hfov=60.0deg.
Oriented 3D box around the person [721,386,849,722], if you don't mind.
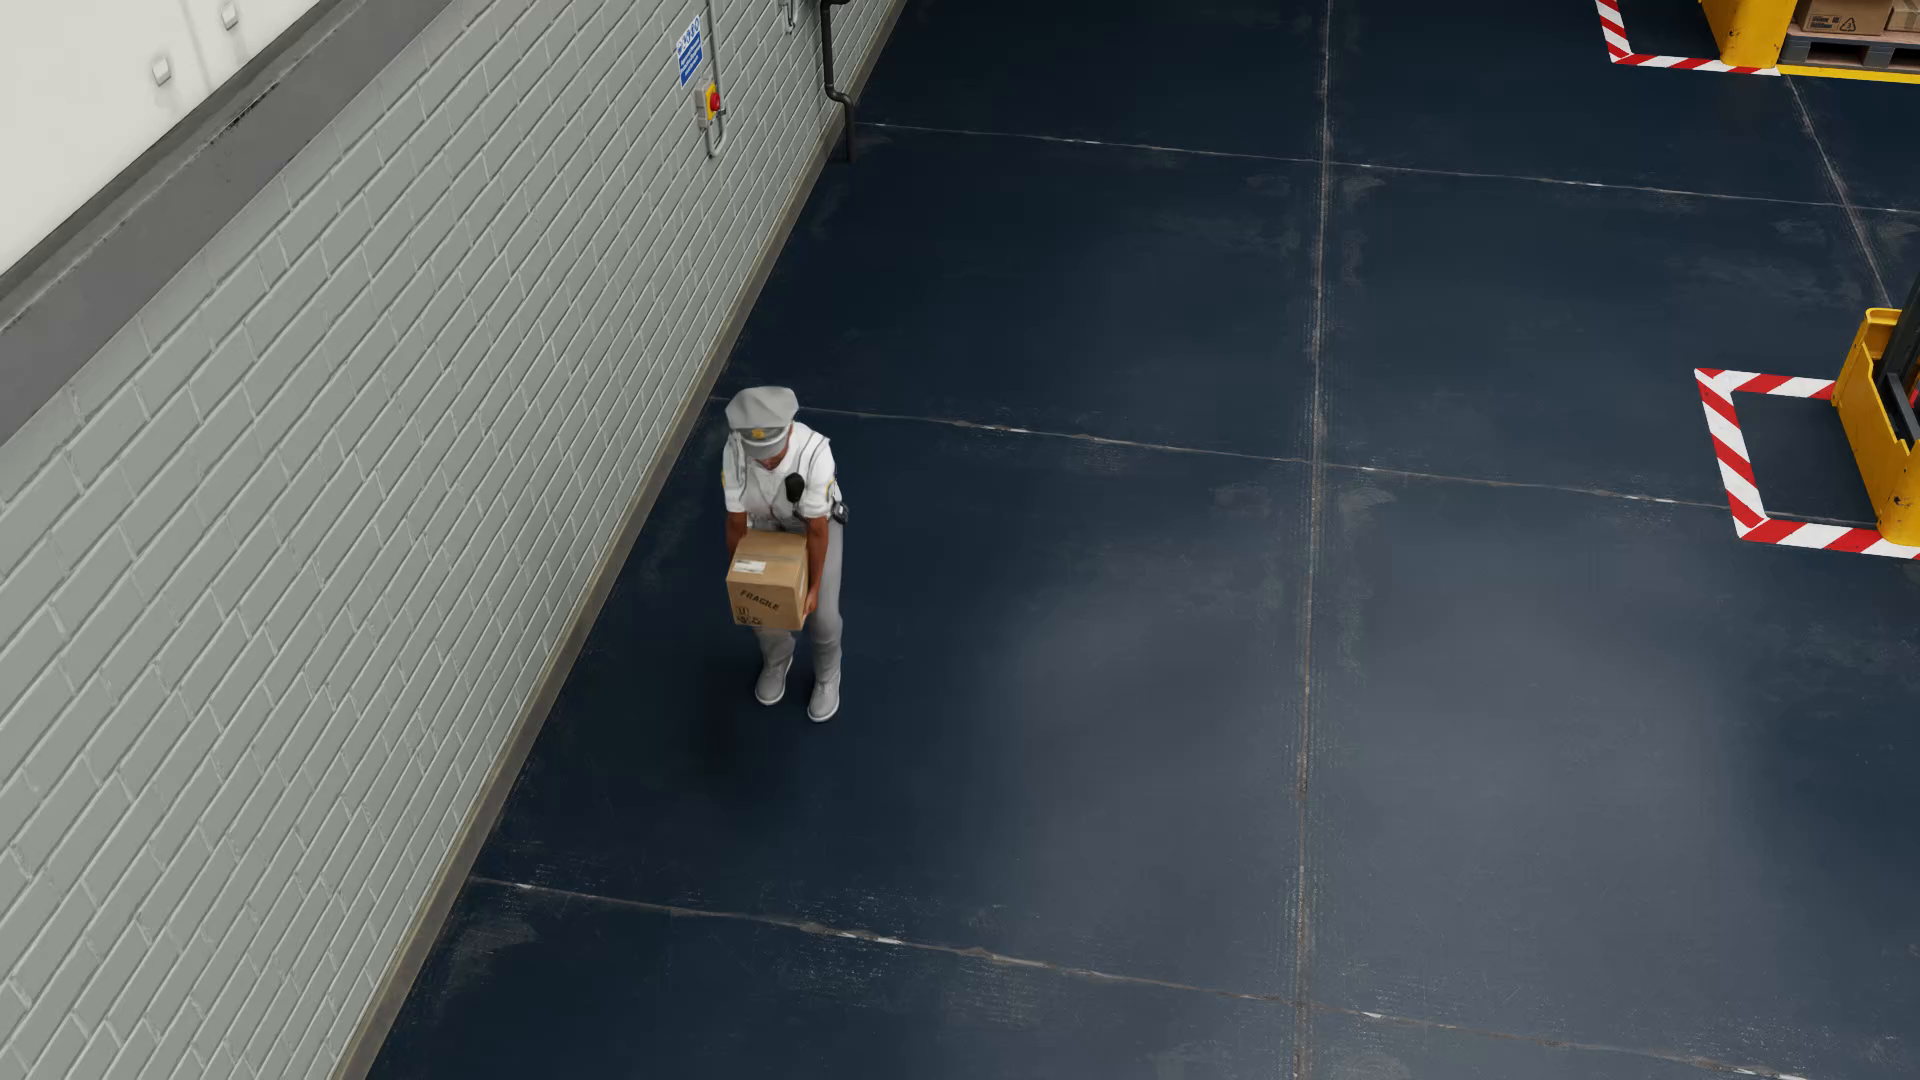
[{"bbox_3d":[-0.640,0.033,6.178,0.413,1.595,0.575,6,41,7],"label":"person"}]
